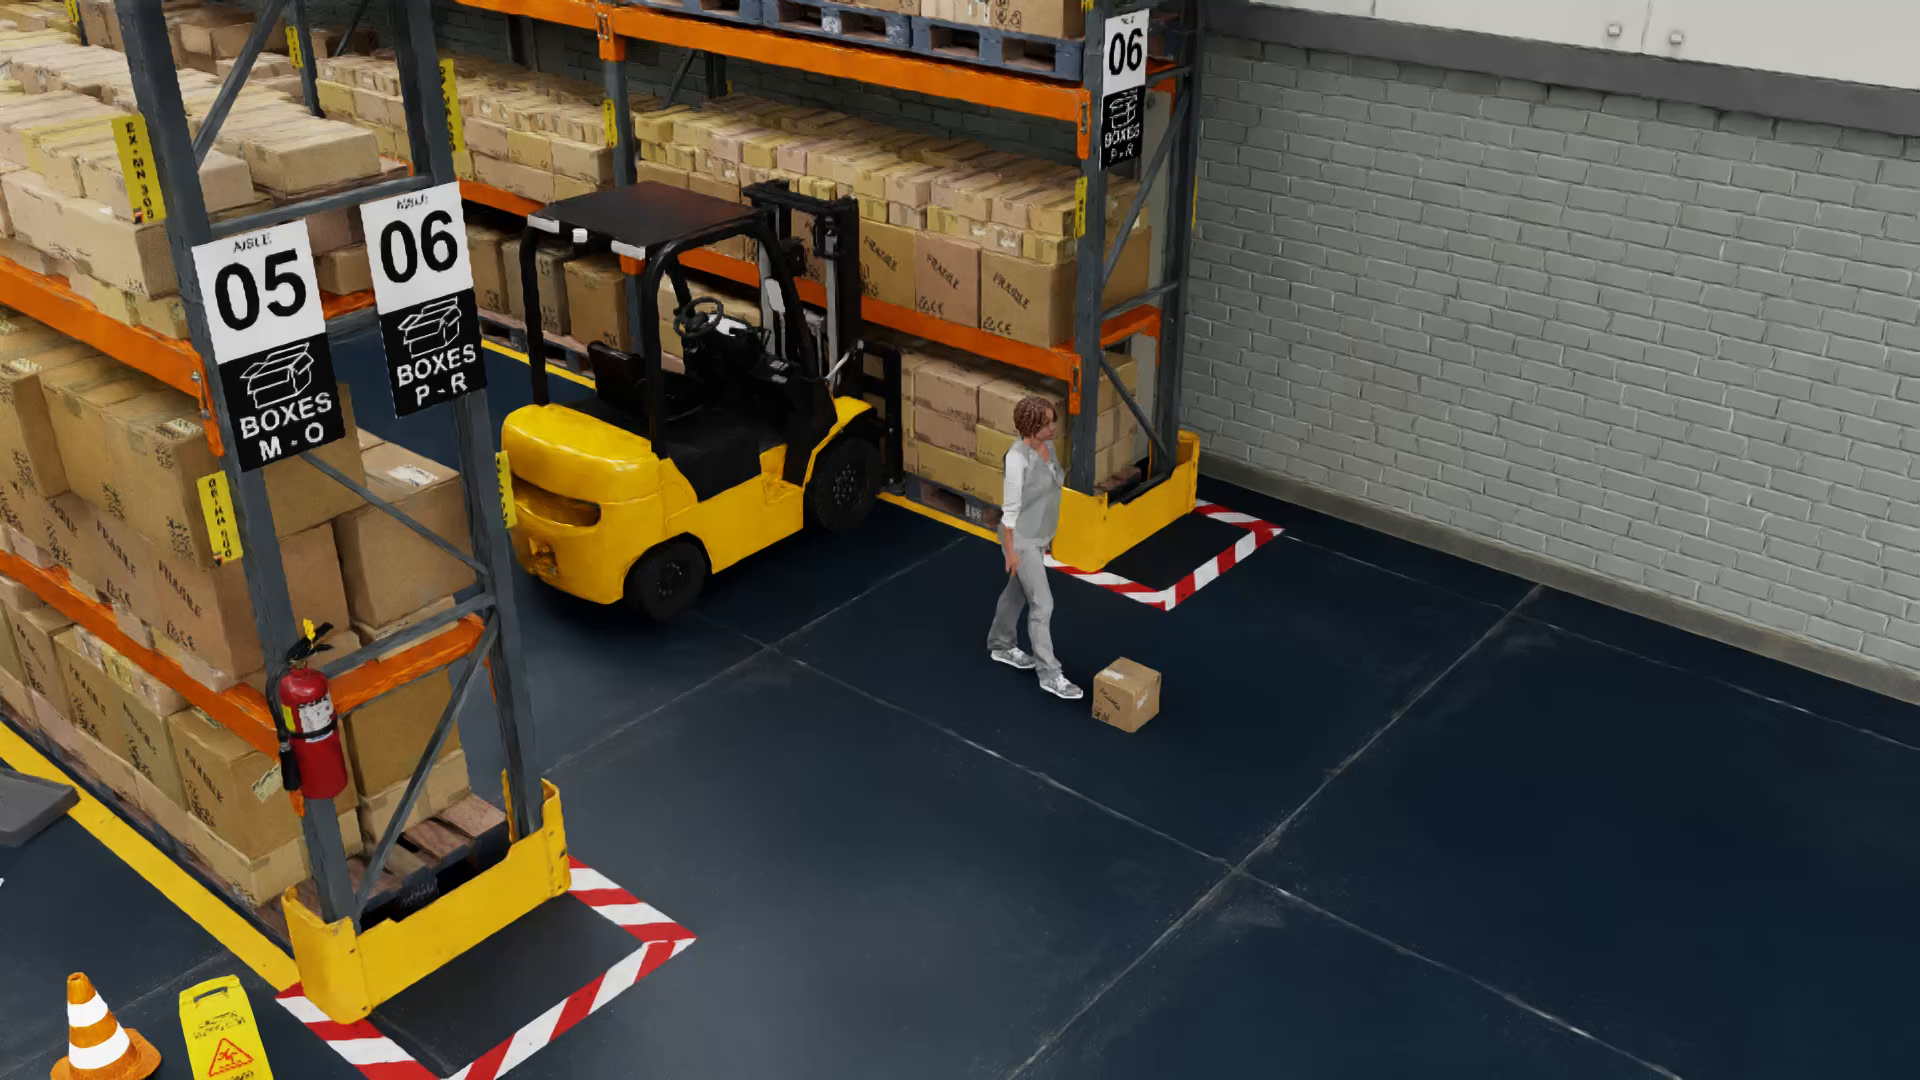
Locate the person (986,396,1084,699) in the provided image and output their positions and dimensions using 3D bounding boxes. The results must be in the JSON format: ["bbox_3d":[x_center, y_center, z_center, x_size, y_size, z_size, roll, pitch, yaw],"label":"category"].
[{"bbox_3d":[0.425,0.016,8.583,0.644,1.590,0.435,12,30,22],"label":"person"}]
